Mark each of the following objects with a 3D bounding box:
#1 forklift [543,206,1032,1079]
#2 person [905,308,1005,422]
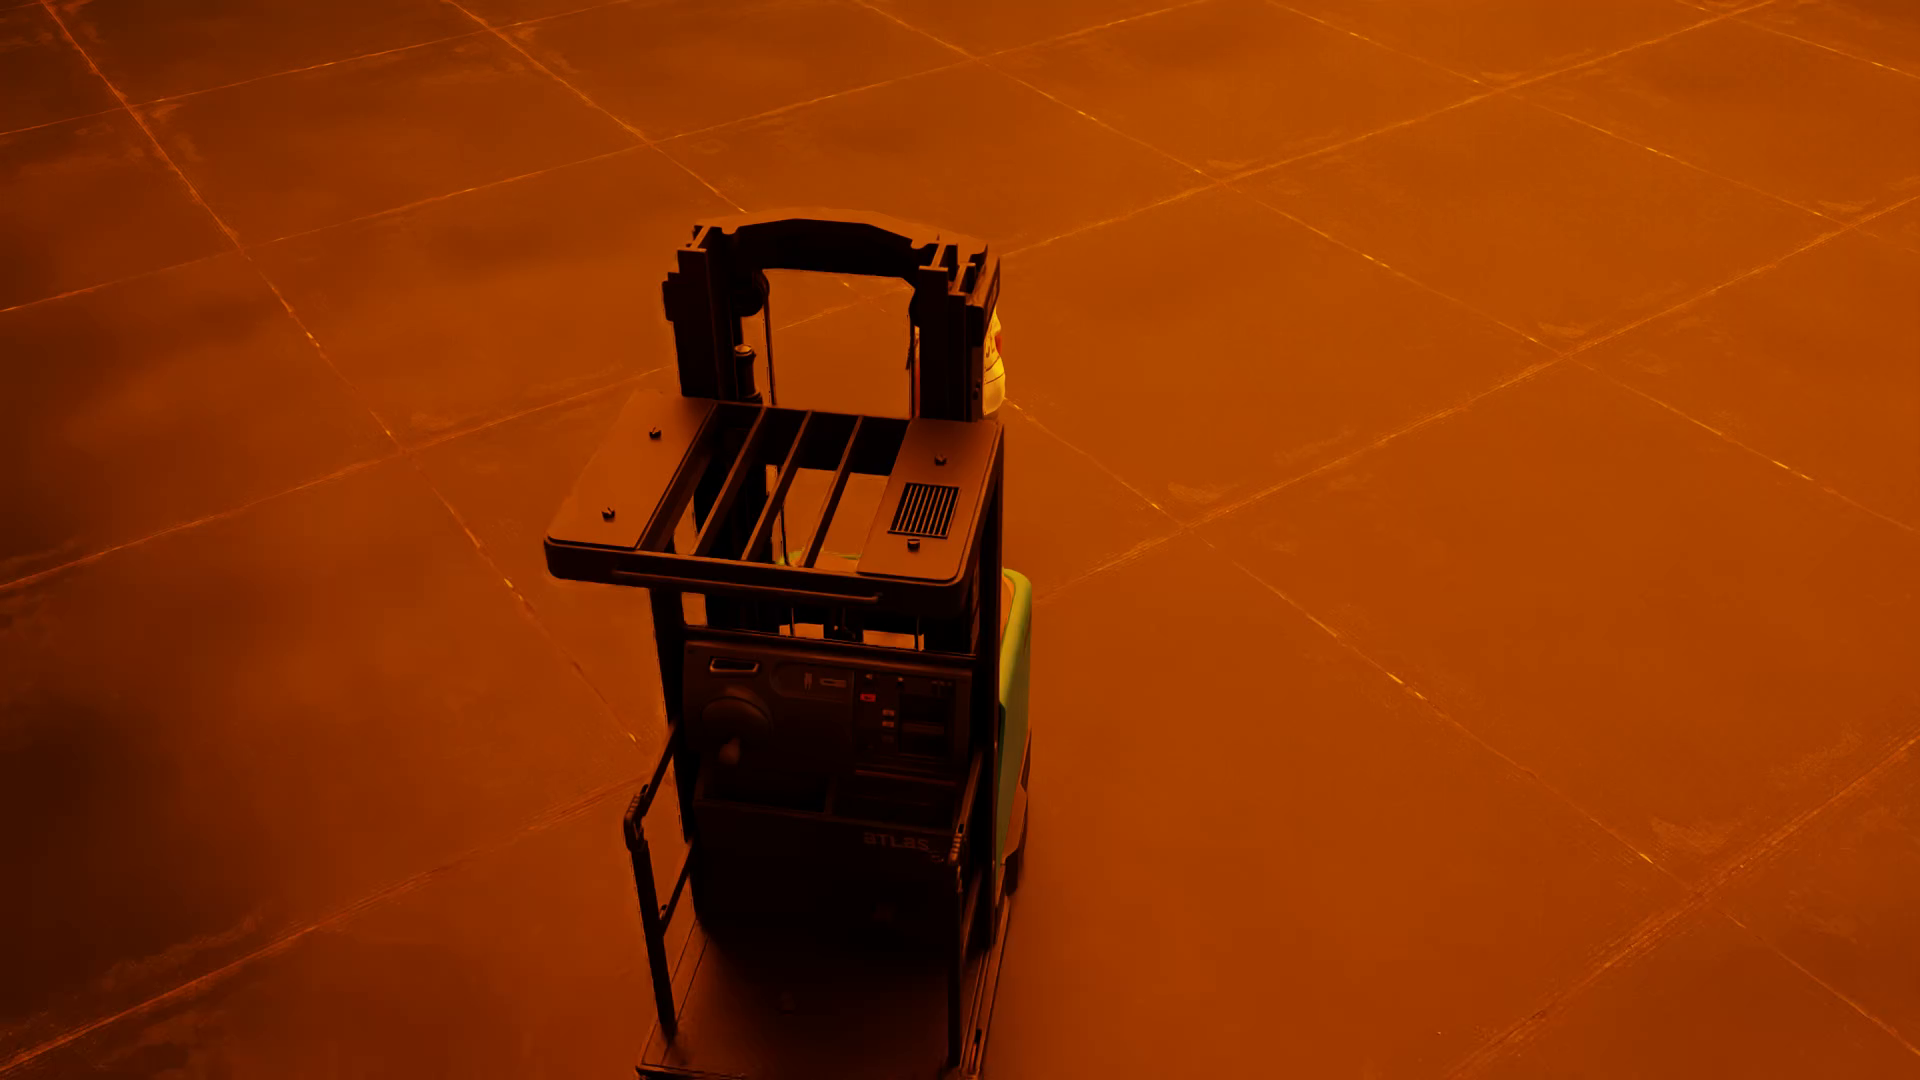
[{"bbox_3d":[-0.460,0.618,5.109,1.130,2.935,3.031,6,37,8],"label":"forklift"},{"bbox_3d":[-0.029,-0.690,7.944,0.560,1.665,0.467,-26,44,-30],"label":"person"}]
